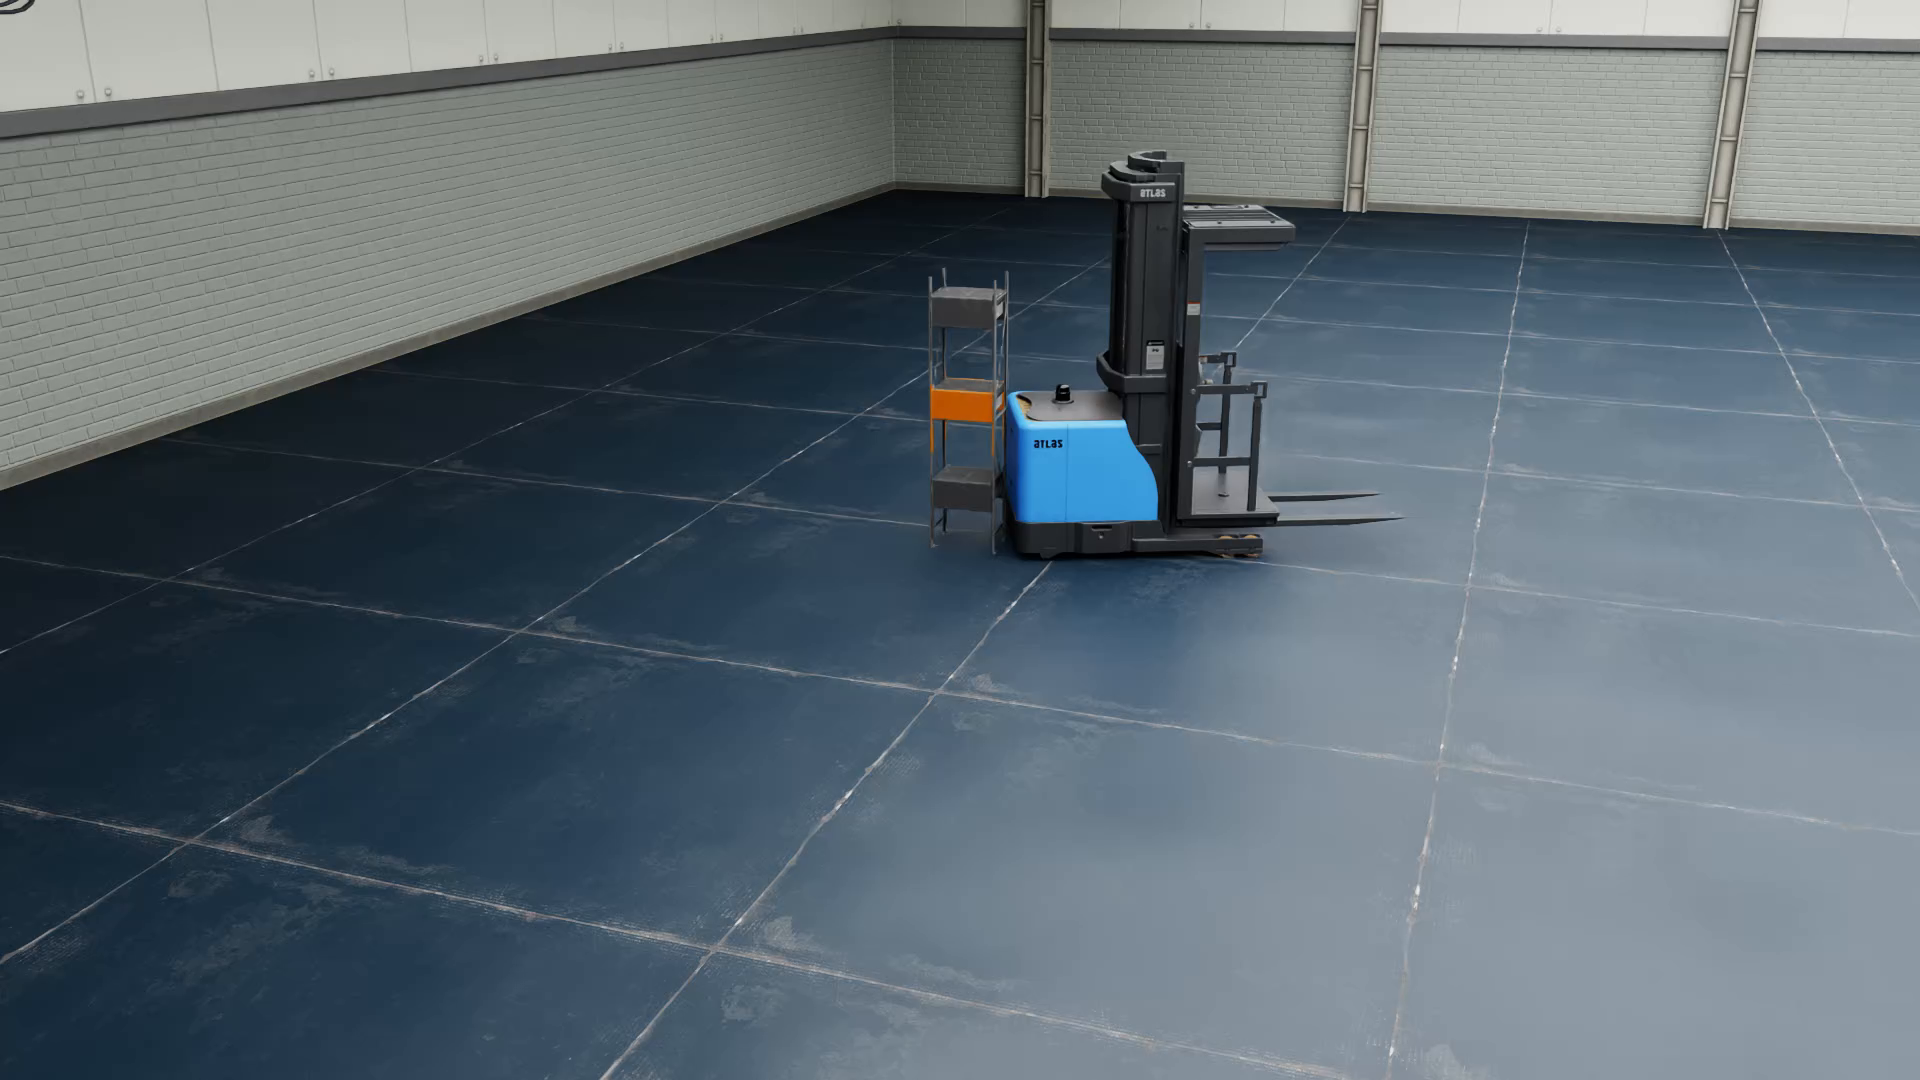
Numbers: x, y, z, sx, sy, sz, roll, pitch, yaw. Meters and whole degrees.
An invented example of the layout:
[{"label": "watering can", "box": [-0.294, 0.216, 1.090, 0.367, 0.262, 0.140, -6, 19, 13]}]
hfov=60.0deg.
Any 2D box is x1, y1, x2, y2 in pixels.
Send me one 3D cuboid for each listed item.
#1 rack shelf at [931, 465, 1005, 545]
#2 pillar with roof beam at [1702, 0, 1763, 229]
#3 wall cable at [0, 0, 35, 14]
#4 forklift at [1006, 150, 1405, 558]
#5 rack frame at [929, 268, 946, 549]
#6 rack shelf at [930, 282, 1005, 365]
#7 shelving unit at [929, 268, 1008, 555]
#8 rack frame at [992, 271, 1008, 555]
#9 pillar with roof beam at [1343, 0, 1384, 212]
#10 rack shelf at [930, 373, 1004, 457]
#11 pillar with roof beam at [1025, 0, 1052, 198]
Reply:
[{"label": "rack shelf", "box": [0.065, -0.290, 12.802, 0.480, 0.518, 0.431, 5, 20, 14]}, {"label": "pillar with roof beam", "box": [11.396, -8.217, 22.894, 0.400, 9.000, 9.100, 7, 20, 18]}, {"label": "wall cable", "box": [-8.082, -6.343, 12.351, 0.169, 6.003, 2.305, 7, 20, 18]}, {"label": "forklift", "box": [1.894, -1.420, 12.614, 3.031, 2.935, 1.130, -1, 19, -4]}, {"label": "rack frame", "box": [-0.171, -0.984, 12.626, 0.015, 2.100, 0.400, 5, 20, 14]}, {"label": "rack shelf", "box": [0.065, -1.612, 12.341, 0.480, 0.518, 0.431, 5, 20, 14]}, {"label": "shelving unit", "box": [0.065, -0.964, 12.567, 0.503, 2.100, 0.431, 5, 20, 14]}, {"label": "rack frame", "box": [0.301, -0.943, 12.508, 0.015, 2.100, 0.400, 5, 20, 14]}, {"label": "pillar with roof beam", "box": [5.728, -8.865, 24.753, 0.400, 9.000, 9.100, 7, 20, 18]}, {"label": "rack shelf", "box": [0.065, -0.951, 12.572, 0.480, 0.518, 0.431, 5, 20, 14]}, {"label": "pillar with roof beam", "box": [0.061, -9.513, 26.612, 0.400, 9.000, 9.100, 7, 20, 18]}]
